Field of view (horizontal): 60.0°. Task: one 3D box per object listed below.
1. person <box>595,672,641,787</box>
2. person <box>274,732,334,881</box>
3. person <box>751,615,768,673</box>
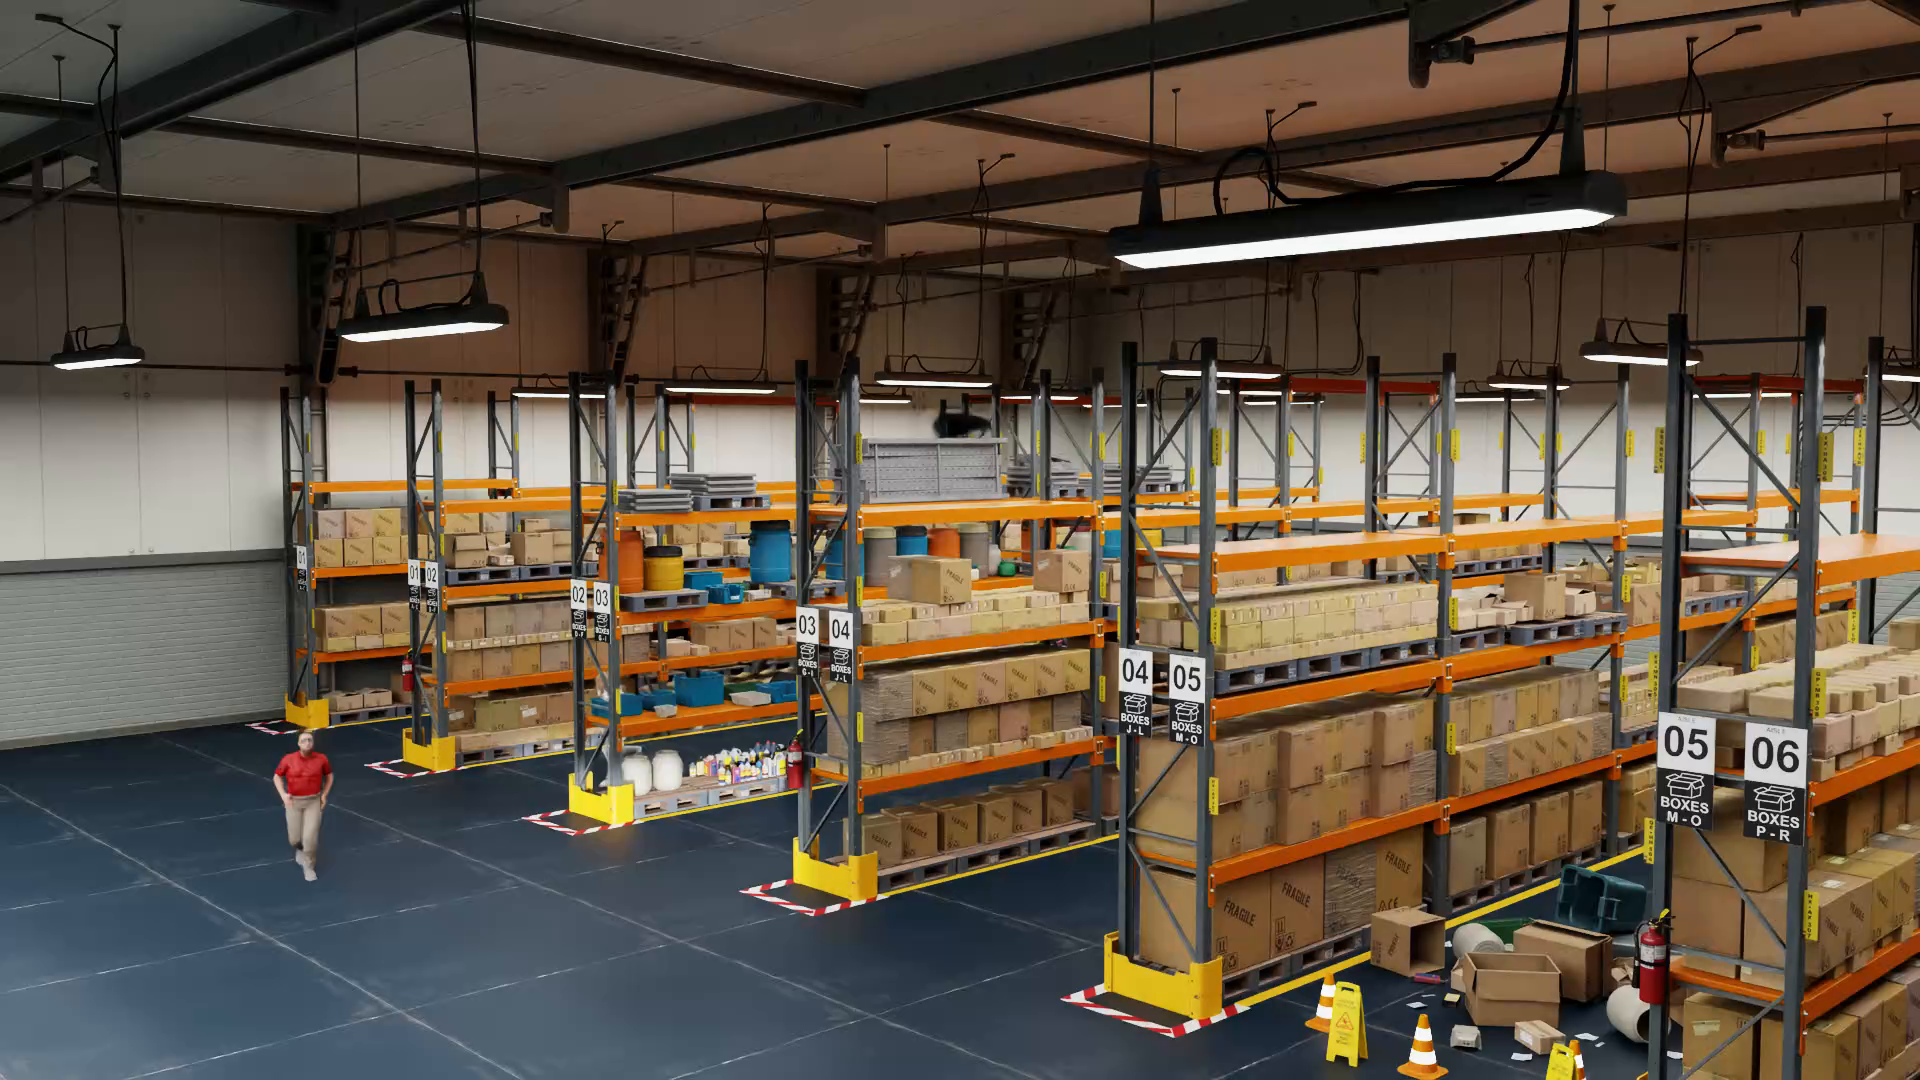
[{"bbox_3d":[-5.032,2.767,24.500,0.706,1.717,0.805,3,5,41],"label":"person"},{"bbox_3d":[-7.659,3.088,19.440,0.658,1.703,0.607,-2,4,-24],"label":"person"},{"bbox_3d":[-3.961,2.274,32.522,0.575,1.617,0.561,3,5,41],"label":"person"}]
